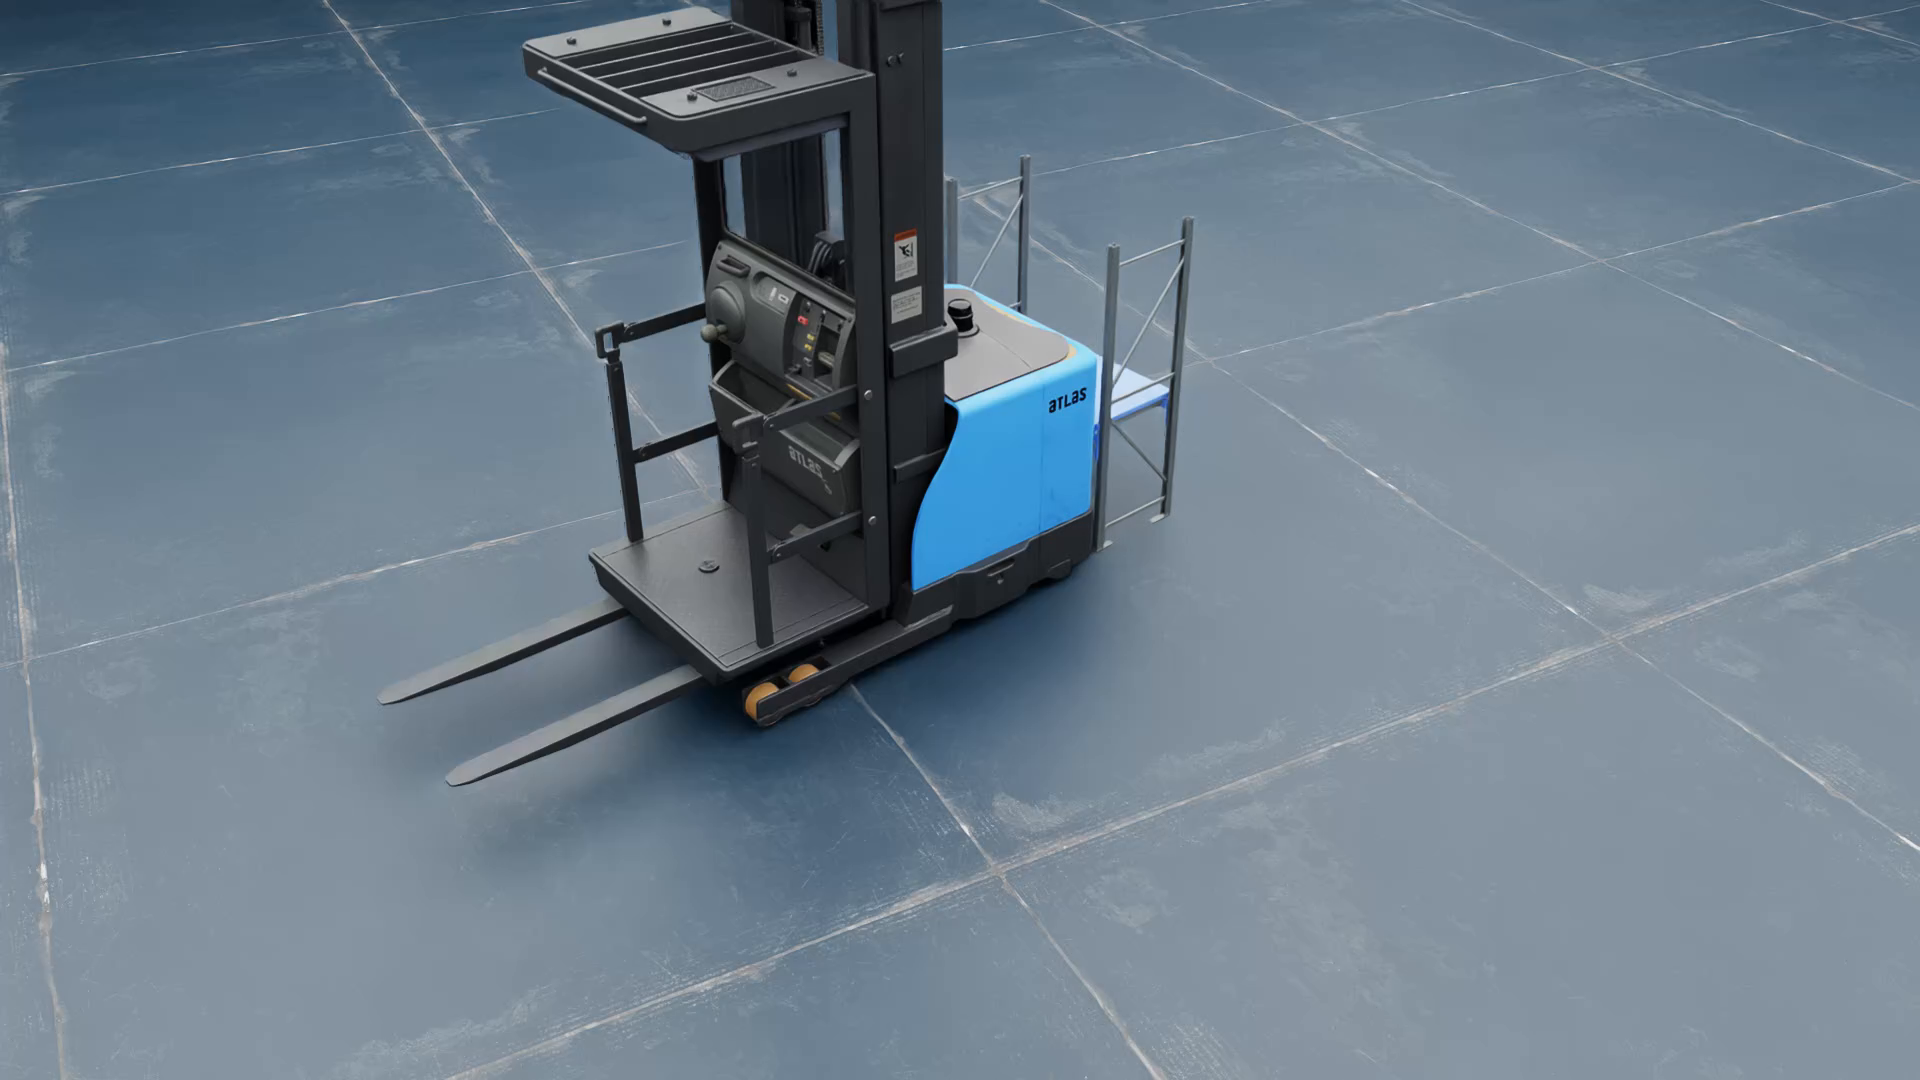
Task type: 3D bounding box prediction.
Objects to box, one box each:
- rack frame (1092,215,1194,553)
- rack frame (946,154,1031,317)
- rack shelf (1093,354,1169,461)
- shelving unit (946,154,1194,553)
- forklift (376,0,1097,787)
[{"bbox_3d":[0.808,-0.669,7.403,0.500,1.500,0.032,-26,41,-34],"label":"rack frame"},{"bbox_3d":[0.135,-1.079,8.044,0.500,1.500,0.032,-26,41,-34],"label":"rack frame"},{"bbox_3d":[0.471,-0.722,7.821,0.538,0.185,1.000,-26,41,-34],"label":"rack shelf"},{"bbox_3d":[0.471,-0.874,7.724,0.538,1.500,1.048,-26,41,-34],"label":"shelving unit"},{"bbox_3d":[-0.865,-0.820,6.313,3.031,2.935,1.130,-24,40,-32],"label":"forklift"}]
